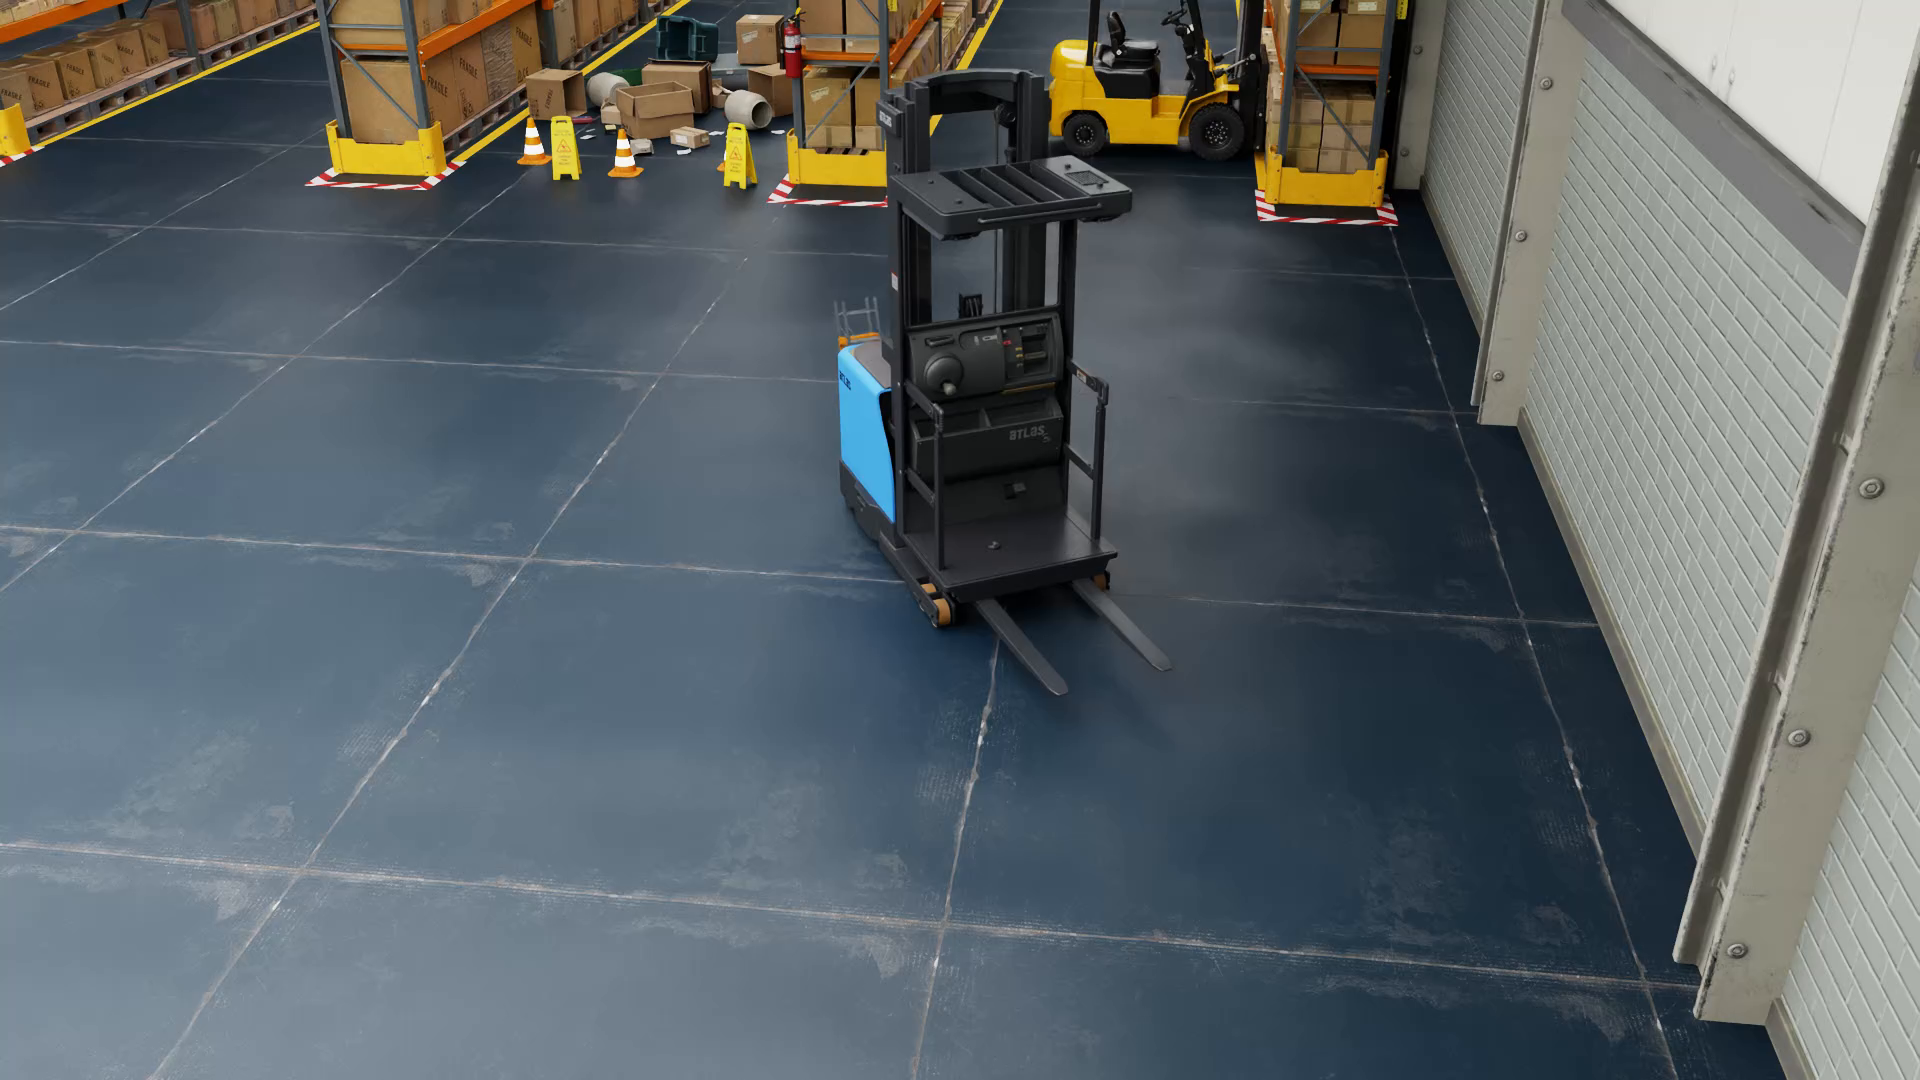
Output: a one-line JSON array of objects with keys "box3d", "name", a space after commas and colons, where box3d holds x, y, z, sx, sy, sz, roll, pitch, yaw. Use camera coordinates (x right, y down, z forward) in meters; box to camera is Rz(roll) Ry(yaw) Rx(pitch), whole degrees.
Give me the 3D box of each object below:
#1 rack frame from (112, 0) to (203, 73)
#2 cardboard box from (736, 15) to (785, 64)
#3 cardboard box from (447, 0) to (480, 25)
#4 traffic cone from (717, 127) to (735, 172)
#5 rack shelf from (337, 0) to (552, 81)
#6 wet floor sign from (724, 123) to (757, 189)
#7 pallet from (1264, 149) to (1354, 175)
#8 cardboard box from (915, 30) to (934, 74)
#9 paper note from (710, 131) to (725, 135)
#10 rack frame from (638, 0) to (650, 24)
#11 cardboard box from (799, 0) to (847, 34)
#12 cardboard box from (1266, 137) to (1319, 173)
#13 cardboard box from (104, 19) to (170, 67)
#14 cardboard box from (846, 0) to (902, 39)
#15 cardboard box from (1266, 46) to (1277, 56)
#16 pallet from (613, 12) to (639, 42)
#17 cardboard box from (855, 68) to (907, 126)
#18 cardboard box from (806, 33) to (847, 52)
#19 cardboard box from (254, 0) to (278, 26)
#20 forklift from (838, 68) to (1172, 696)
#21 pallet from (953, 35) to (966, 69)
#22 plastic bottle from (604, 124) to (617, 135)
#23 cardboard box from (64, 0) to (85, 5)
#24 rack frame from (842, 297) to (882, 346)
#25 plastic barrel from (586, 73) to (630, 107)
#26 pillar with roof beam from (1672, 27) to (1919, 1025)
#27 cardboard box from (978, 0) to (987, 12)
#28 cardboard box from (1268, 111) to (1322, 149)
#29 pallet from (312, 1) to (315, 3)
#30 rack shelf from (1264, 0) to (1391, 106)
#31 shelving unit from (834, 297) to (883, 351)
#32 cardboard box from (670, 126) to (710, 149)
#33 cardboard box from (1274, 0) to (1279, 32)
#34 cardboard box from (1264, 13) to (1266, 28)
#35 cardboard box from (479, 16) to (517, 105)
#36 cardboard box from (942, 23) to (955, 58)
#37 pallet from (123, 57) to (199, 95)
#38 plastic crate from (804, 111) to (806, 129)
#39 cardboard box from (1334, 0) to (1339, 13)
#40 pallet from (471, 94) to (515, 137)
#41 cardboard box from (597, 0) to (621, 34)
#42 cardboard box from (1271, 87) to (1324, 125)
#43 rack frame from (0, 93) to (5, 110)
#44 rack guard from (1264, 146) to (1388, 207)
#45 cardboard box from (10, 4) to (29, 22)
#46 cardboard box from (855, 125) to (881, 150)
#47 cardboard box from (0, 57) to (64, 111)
[{"box3d": [-10.564, -7.544, 21.383, 1.000, 3.000, 0.127, 3, 28, 6], "name": "rack frame"}, {"box3d": [-2.499, -6.290, 20.893, 0.500, 0.500, 0.500, 3, 28, 6], "name": "cardboard box"}, {"box3d": [-5.904, -6.085, 18.517, 0.875, 0.550, 0.550, 3, 28, 6], "name": "cardboard box"}, {"box3d": [-2.446, -4.246, 17.935, 0.336, 0.463, 0.334, 3, 28, 6], "name": "traffic cone"}, {"box3d": [-5.899, -5.950, 19.183, 1.077, 0.370, 4.000, 3, 28, 6], "name": "rack shelf"}, {"box3d": [-2.304, -4.022, 17.327, 0.267, 0.644, 0.232, 14, 31, 24], "name": "wet floor sign"}, {"box3d": [3.760, -3.933, 17.621, 1.003, 0.211, 1.213, 3, 28, 6], "name": "pallet"}, {"box3d": [-0.595, -5.739, 19.698, 0.500, 0.500, 0.500, 4, 29, 7], "name": "cardboard box"}, {"box3d": [-2.825, -4.725, 19.292, 0.148, 0.019, 0.142, 14, 31, 24], "name": "paper note"}, {"box3d": [-5.164, -9.091, 24.254, 1.000, 3.000, 0.127, 3, 28, 6], "name": "rack frame"}, {"box3d": [-1.426, -5.532, 17.228, 0.500, 0.500, 0.500, 3, 28, 5], "name": "cardboard box"}, {"box3d": [3.452, -4.013, 17.284, 0.500, 0.250, 0.500, 4, 29, 7], "name": "cardboard box"}, {"box3d": [-10.653, -6.443, 21.531, 0.500, 0.500, 0.500, 3, 28, 5], "name": "cardboard box"}, {"box3d": [-0.885, -5.467, 17.108, 0.500, 0.500, 0.500, 3, 28, 5], "name": "cardboard box"}, {"box3d": [3.705, -5.412, 18.826, 0.500, 0.250, 0.500, 4, 29, 8], "name": "cardboard box"}, {"box3d": [-5.335, -7.497, 24.235, 1.003, 0.211, 1.213, 3, 28, 6], "name": "pallet"}, {"box3d": [-0.843, -4.765, 17.889, 0.500, 0.500, 0.500, 2, 28, 4], "name": "cardboard box"}, {"box3d": [-1.385, -5.163, 17.228, 0.380, 0.149, 0.250, 4, 29, 8], "name": "cardboard box"}, {"box3d": [-10.254, -7.675, 23.797, 0.700, 0.500, 0.500, 6, 29, 10], "name": "cardboard box"}, {"box3d": [0.239, -1.015, 9.336, 1.130, 2.935, 3.031, -11, 30, -20], "name": "forklift"}, {"box3d": [-0.488, -6.683, 22.724, 1.003, 0.211, 1.213, 3, 28, 6], "name": "pallet"}, {"box3d": [-4.072, -4.787, 19.363, 0.133, 0.061, 0.283, -6, 29, -11], "name": "plastic bottle"}, {"box3d": [-10.502, -6.371, 19.471, 0.380, 0.149, 0.250, 3, 28, 6], "name": "cardboard box"}, {"box3d": [-0.592, -1.001, 11.073, 0.240, 1.200, 0.006, -11, 11, -19], "name": "rack frame"}, {"box3d": [-4.270, -5.451, 20.214, 0.421, 0.421, 0.512, -24, 36, -37], "name": "plastic barrel"}, {"box3d": [-1.055, -2.317, 5.354, 9.100, 9.000, 0.400, 3, 28, 6], "name": "pillar with roof beam"}, {"box3d": [-0.071, -8.421, 24.808, 0.875, 0.875, 0.875, 3, 28, 6], "name": "cardboard box"}, {"box3d": [3.457, -4.240, 17.180, 0.500, 0.250, 0.500, 3, 28, 6], "name": "cardboard box"}, {"box3d": [-9.902, -8.566, 26.220, 1.003, 0.211, 1.213, 3, 28, 6], "name": "pallet"}, {"box3d": [3.953, -5.423, 18.205, 1.077, 0.370, 4.000, 3, 28, 6], "name": "rack shelf"}, {"box3d": [-0.624, -1.013, 11.158, 0.258, 1.200, 0.189, -11, 11, -19], "name": "shelving unit"}, {"box3d": [-3.063, -4.564, 18.857, 0.380, 0.149, 0.250, 20, 34, 32], "name": "cardboard box"}, {"box3d": [3.694, -5.812, 18.062, 0.500, 0.500, 0.500, 4, 29, 7], "name": "cardboard box"}, {"box3d": [4.354, -6.432, 21.379, 0.875, 0.625, 0.625, 3, 28, 6], "name": "cardboard box"}, {"box3d": [-5.907, -5.741, 19.834, 0.875, 0.875, 0.875, 4, 29, 7], "name": "cardboard box"}, {"box3d": [-0.582, -6.582, 21.924, 0.950, 0.372, 0.625, 5, 29, 9], "name": "cardboard box"}, {"box3d": [-10.611, -5.998, 21.453, 1.003, 0.211, 1.213, 3, 28, 6], "name": "pallet"}, {"box3d": [-1.735, -4.991, 19.723, 0.402, 0.080, 0.583, -6, 29, -11], "name": "plastic crate"}, {"box3d": [4.086, -5.306, 17.123, 0.500, 0.500, 0.500, 4, 29, 8], "name": "cardboard box"}, {"box3d": [-5.972, -5.051, 19.696, 1.003, 0.211, 1.213, 3, 28, 6], "name": "pallet"}, {"box3d": [-5.431, -7.592, 23.402, 1.050, 0.750, 0.750, 4, 29, 7], "name": "cardboard box"}, {"box3d": [3.455, -4.448, 17.038, 0.500, 0.250, 0.500, 4, 29, 8], "name": "cardboard box"}, {"box3d": [-11.054, -5.661, 17.888, 1.000, 3.000, 0.127, 3, 28, 6], "name": "rack frame"}, {"box3d": [3.705, -3.687, 16.858, 1.175, 0.500, 0.348, 3, 28, 6], "name": "rack guard"}, {"box3d": [-10.687, -5.904, 18.604, 0.380, 0.149, 0.250, 3, 28, 6], "name": "cardboard box"}, {"box3d": [-0.845, -4.423, 18.046, 0.500, 0.250, 0.500, 3, 28, 6], "name": "cardboard box"}, {"box3d": [-10.922, -5.322, 19.451, 0.500, 0.500, 0.500, 11, 30, 19], "name": "cardboard box"}]
